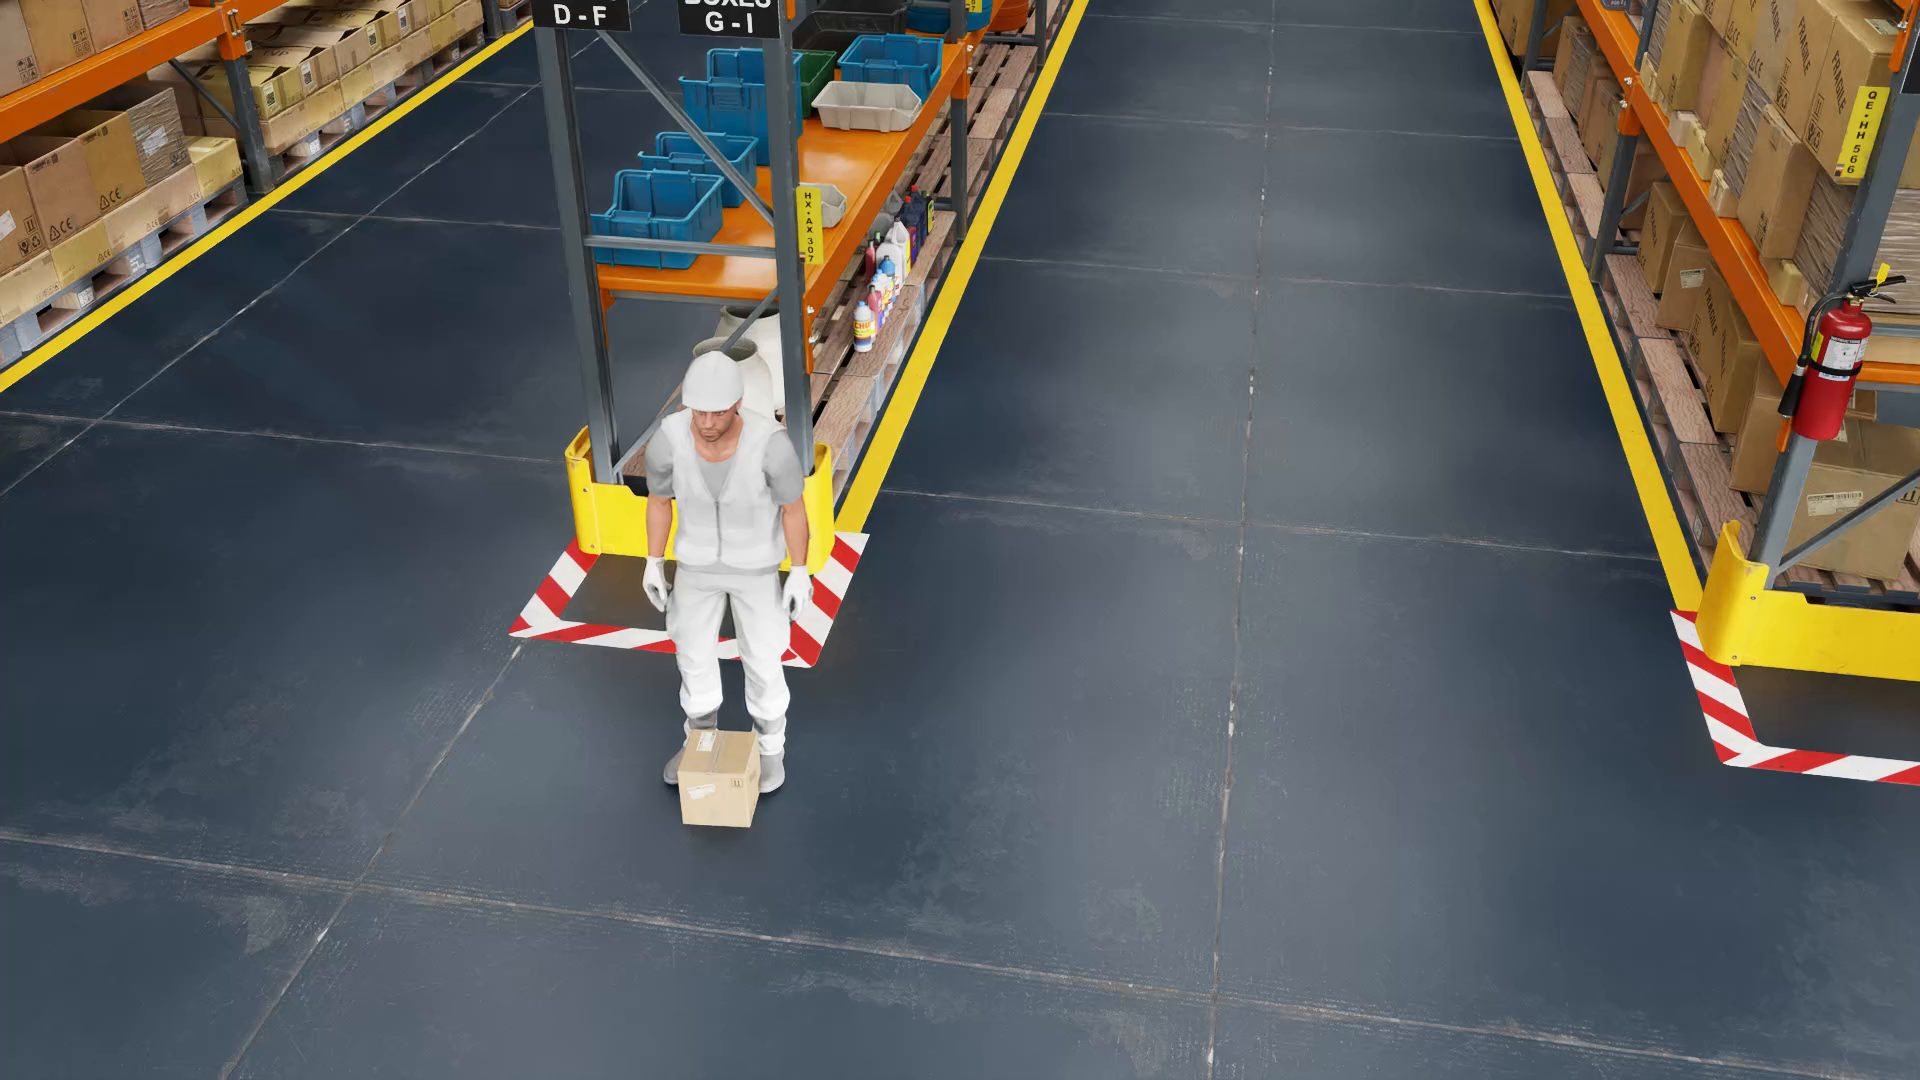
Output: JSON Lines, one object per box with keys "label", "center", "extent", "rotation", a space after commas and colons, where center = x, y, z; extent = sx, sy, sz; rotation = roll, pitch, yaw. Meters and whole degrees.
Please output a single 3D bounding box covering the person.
{"label": "person", "center": [-0.830, 0.118, 5.935], "extent": [0.616, 1.778, 0.453], "rotation": [3, 32, 5]}
